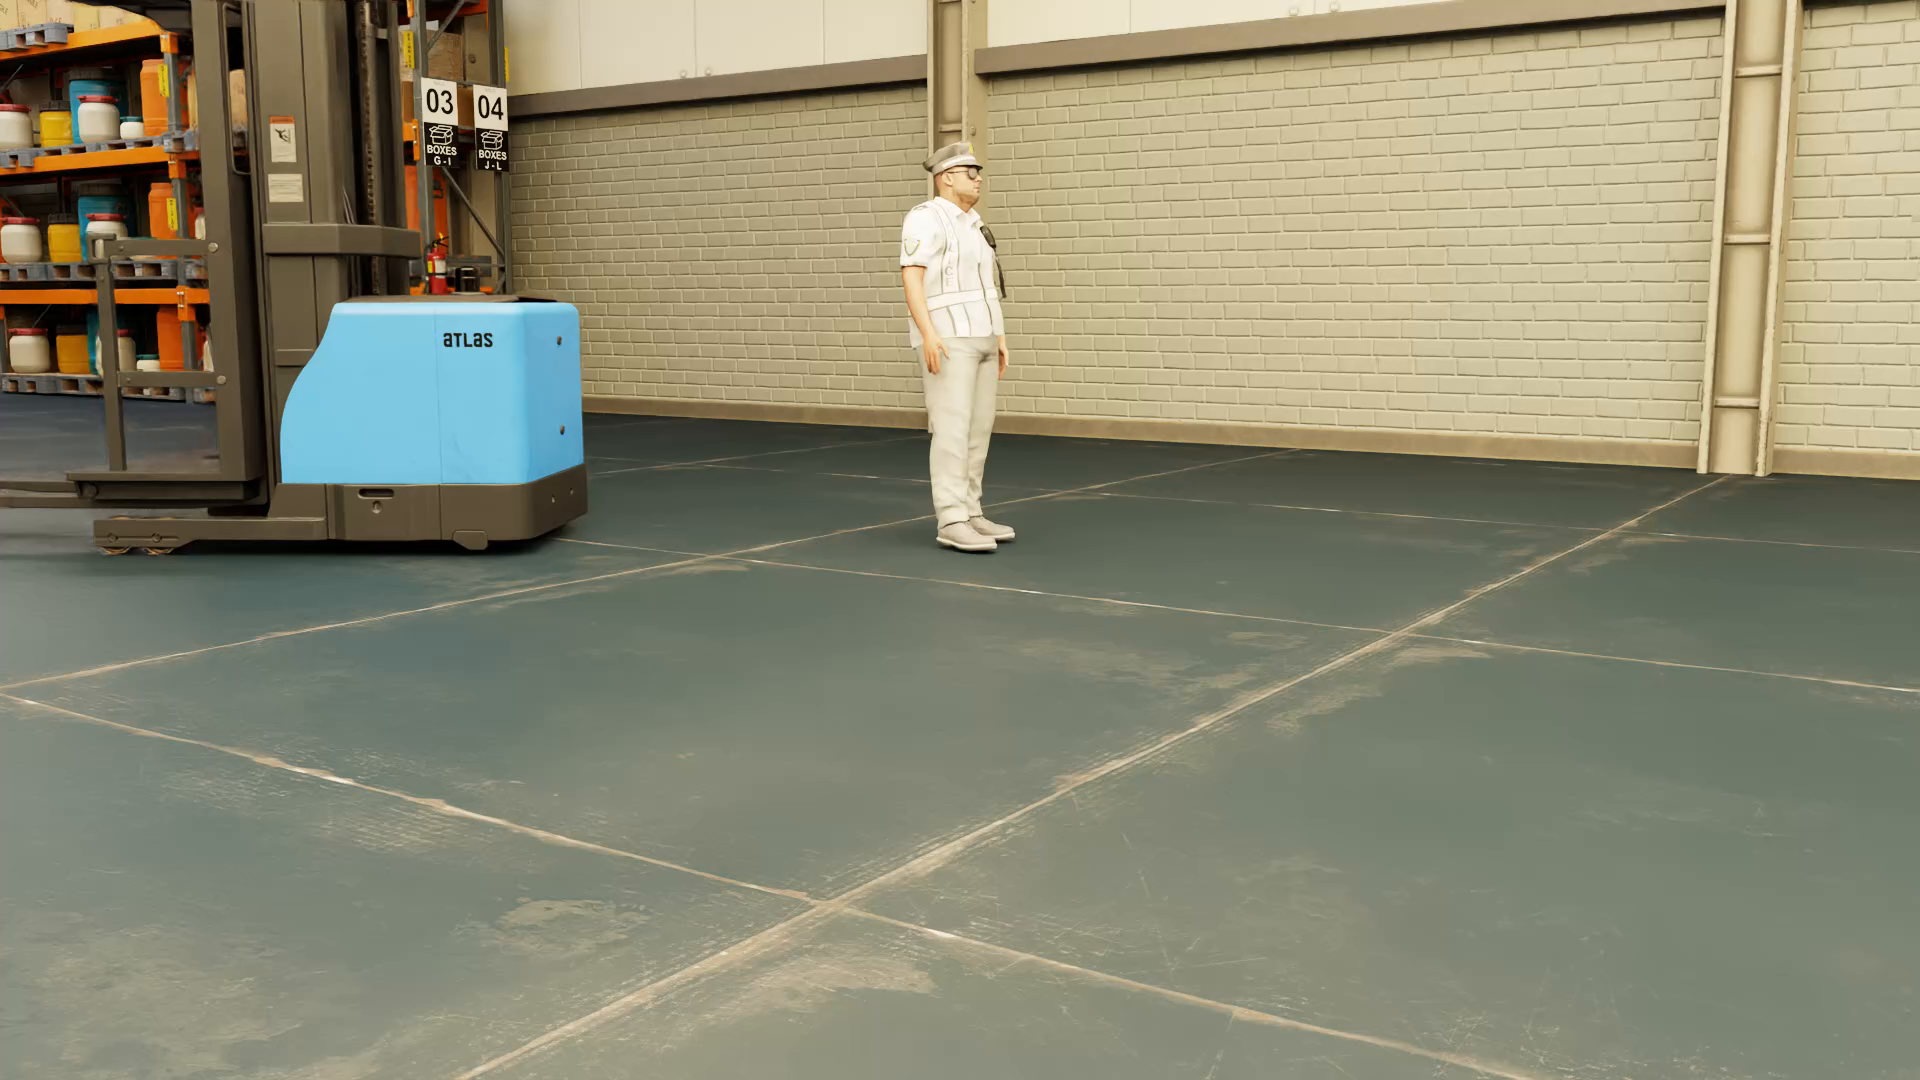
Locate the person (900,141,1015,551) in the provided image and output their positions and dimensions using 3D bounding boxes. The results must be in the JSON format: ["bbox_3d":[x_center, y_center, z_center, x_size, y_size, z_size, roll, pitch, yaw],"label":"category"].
[{"bbox_3d":[0.058,-0.883,7.424,0.574,1.780,0.641,5,10,34],"label":"person"}]

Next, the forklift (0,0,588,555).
[{"bbox_3d":[-3.324,-1.459,7.454,3.031,2.935,1.130,0,8,2],"label":"forklift"}]
